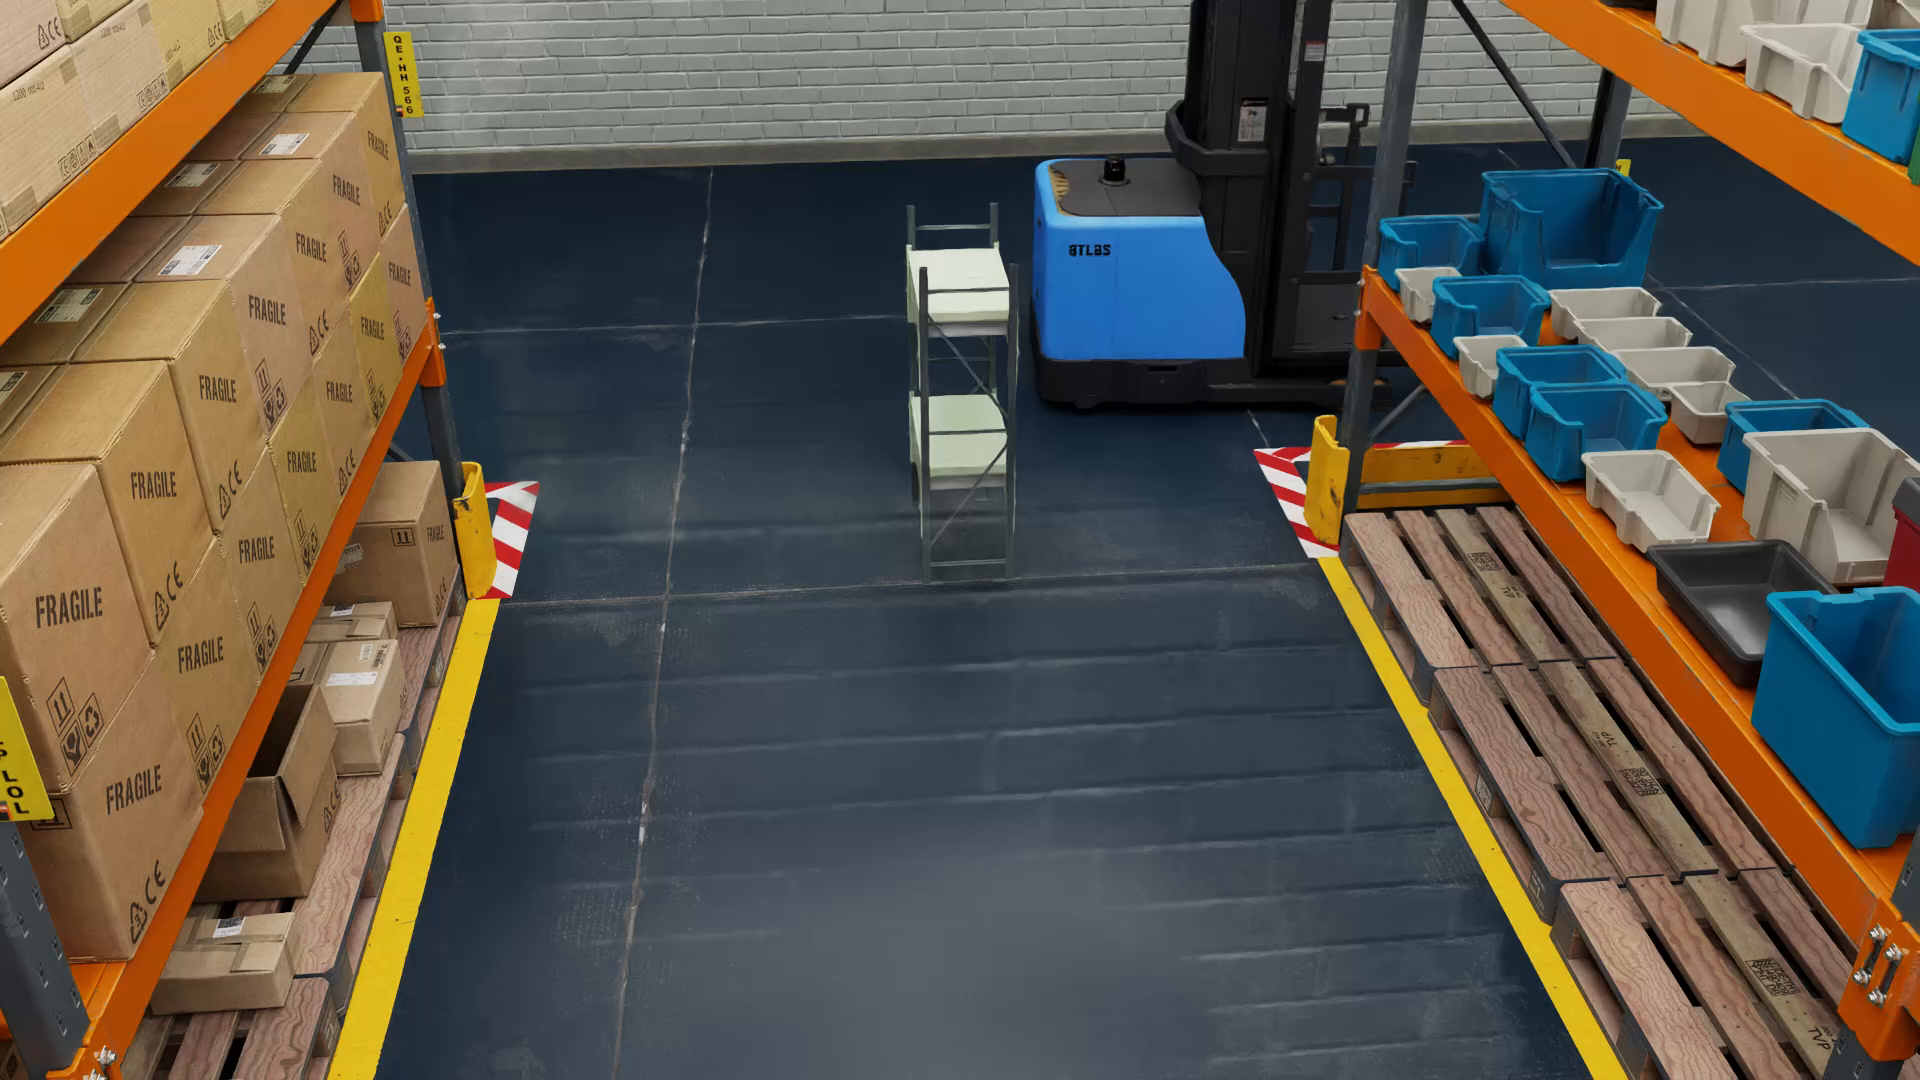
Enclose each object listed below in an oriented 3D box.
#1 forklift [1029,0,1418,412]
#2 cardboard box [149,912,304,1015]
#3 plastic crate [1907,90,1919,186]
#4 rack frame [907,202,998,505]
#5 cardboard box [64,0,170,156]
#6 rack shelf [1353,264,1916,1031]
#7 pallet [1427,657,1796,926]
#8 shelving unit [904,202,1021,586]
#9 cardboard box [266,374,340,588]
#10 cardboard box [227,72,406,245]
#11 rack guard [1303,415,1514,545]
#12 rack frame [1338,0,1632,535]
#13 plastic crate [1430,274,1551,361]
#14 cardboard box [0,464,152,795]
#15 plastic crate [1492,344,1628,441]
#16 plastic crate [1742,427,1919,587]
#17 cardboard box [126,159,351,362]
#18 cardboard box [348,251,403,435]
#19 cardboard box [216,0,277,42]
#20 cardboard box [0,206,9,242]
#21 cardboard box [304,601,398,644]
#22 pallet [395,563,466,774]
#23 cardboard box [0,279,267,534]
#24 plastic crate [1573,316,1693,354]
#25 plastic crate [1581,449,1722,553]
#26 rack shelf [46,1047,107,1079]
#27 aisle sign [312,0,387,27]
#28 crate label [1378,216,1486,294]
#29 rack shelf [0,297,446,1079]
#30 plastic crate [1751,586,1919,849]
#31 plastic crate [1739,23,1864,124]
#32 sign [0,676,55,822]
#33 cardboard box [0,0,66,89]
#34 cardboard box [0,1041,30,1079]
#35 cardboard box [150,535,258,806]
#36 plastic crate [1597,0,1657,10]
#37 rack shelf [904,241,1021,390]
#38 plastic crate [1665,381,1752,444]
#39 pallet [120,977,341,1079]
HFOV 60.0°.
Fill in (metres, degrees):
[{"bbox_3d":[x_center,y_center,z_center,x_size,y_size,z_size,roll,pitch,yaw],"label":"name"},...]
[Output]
[{"bbox_3d":[1.927,-2.217,8.603,3.031,2.935,1.130,-1,31,-1],"label":"forklift"},{"bbox_3d":[-2.224,1.274,5.026,0.380,0.166,0.250,-3,31,-5],"label":"cardboard box"},{"bbox_3d":[2.282,-0.722,3.315,0.450,0.188,0.662,-3,31,-5],"label":"plastic crate"},{"bbox_3d":[-0.034,-0.827,7.673,0.400,1.500,0.023,-3,31,-5],"label":"rack frame"},{"bbox_3d":[-2.197,-1.082,3.858,0.500,0.250,0.500,-3,31,-5],"label":"cardboard box"},{"bbox_3d":[2.436,-0.036,5.586,1.077,0.370,4.000,-3,31,-5],"label":"rack shelf"},{"bbox_3d":[2.398,0.876,6.078,1.003,0.211,1.213,-3,31,-5],"label":"pallet"},{"bbox_3d":[0.001,-0.640,7.360,0.431,1.500,0.755,-3,31,-5],"label":"shelving unit"},{"bbox_3d":[-2.230,-0.180,5.030,0.500,0.500,0.500,-3,31,-5],"label":"cardboard box"},{"bbox_3d":[-2.368,-1.388,6.076,0.500,0.500,0.500,-3,31,-5],"label":"cardboard box"},{"bbox_3d":[2.234,-0.304,7.772,1.175,0.500,0.348,-3,31,-5],"label":"rack guard"},{"bbox_3d":[2.249,-1.366,7.111,1.000,3.000,0.127,-3,31,-5],"label":"rack frame"},{"bbox_3d":[2.006,-0.841,6.338,0.416,0.233,0.300,-3,31,-5],"label":"plastic crate"},{"bbox_3d":[-2.073,0.186,3.441,0.500,0.500,0.500,-2,31,-3],"label":"cardboard box"},{"bbox_3d":[2.067,-0.505,5.776,0.416,0.233,0.300,-3,31,-5],"label":"plastic crate"},{"bbox_3d":[2.663,-0.087,5.027,0.437,0.282,0.530,-3,31,-5],"label":"plastic crate"},{"bbox_3d":[-2.267,-0.866,5.202,0.500,0.500,0.500,-2,31,-3],"label":"cardboard box"},{"bbox_3d":[-2.318,-0.693,5.887,0.500,0.500,0.500,-2,31,-4],"label":"cardboard box"},{"bbox_3d":[-2.277,-1.593,4.714,0.500,0.250,0.500,-3,31,-5],"label":"cardboard box"},{"bbox_3d":[-2.109,-0.571,3.003,0.500,0.250,0.500,-3,31,-5],"label":"cardboard box"},{"bbox_3d":[-2.439,0.374,6.532,0.380,0.166,0.250,-3,31,-5],"label":"cardboard box"},{"bbox_3d":[-2.601,0.513,6.686,1.003,0.211,1.213,-3,31,-5],"label":"pallet"},{"bbox_3d":[-2.170,-0.340,4.322,0.500,0.500,0.500,-4,31,-6],"label":"cardboard box"},{"bbox_3d":[2.518,-0.722,6.232,0.396,0.136,0.243,-3,31,-5],"label":"plastic crate"},{"bbox_3d":[2.161,-0.111,5.209,0.293,0.136,0.466,-3,31,-5],"label":"plastic crate"},{"bbox_3d":[-2.123,2.242,1.773,1.077,0.370,4.000,-3,31,-5],"label":"rack shelf"},{"bbox_3d":[-2.385,-2.296,6.133,0.394,0.787,0.004,-3,31,-5],"label":"aisle sign"},{"bbox_3d":[1.944,-1.178,6.901,0.416,0.233,0.303,-3,31,-5],"label":"crate label"},{"bbox_3d":[-2.496,0.200,5.192,1.077,0.370,4.000,-3,31,-5],"label":"rack shelf"},{"bbox_3d":[2.239,0.436,4.052,0.392,0.384,0.575,-3,31,-5],"label":"plastic crate"},{"bbox_3d":[2.125,-1.129,4.047,0.293,0.136,0.466,-3,31,-5],"label":"plastic crate"},{"bbox_3d":[-1.757,0.387,3.049,0.100,0.325,0.005,-3,31,-5],"label":"sign"},{"bbox_3d":[-2.156,-1.041,3.302,0.500,0.250,0.500,-3,31,-5],"label":"cardboard box"},{"bbox_3d":[-2.645,1.519,4.290,0.500,0.500,0.500,-3,31,-5],"label":"cardboard box"},{"bbox_3d":[-2.137,0.335,4.167,0.500,0.500,0.500,-2,31,-4],"label":"cardboard box"},{"bbox_3d":[2.118,-1.833,5.030,0.504,0.338,0.767,-3,31,-5],"label":"plastic crate"},{"bbox_3d":[0.001,-0.976,7.160,0.431,0.370,0.720,-3,31,-5],"label":"rack shelf"},{"bbox_3d":[2.614,-0.430,5.744,0.298,0.136,0.250,-3,31,-5],"label":"plastic crate"},{"bbox_3d":[-2.373,1.759,4.600,1.003,0.211,1.213,-3,31,-5],"label":"pallet"}]
